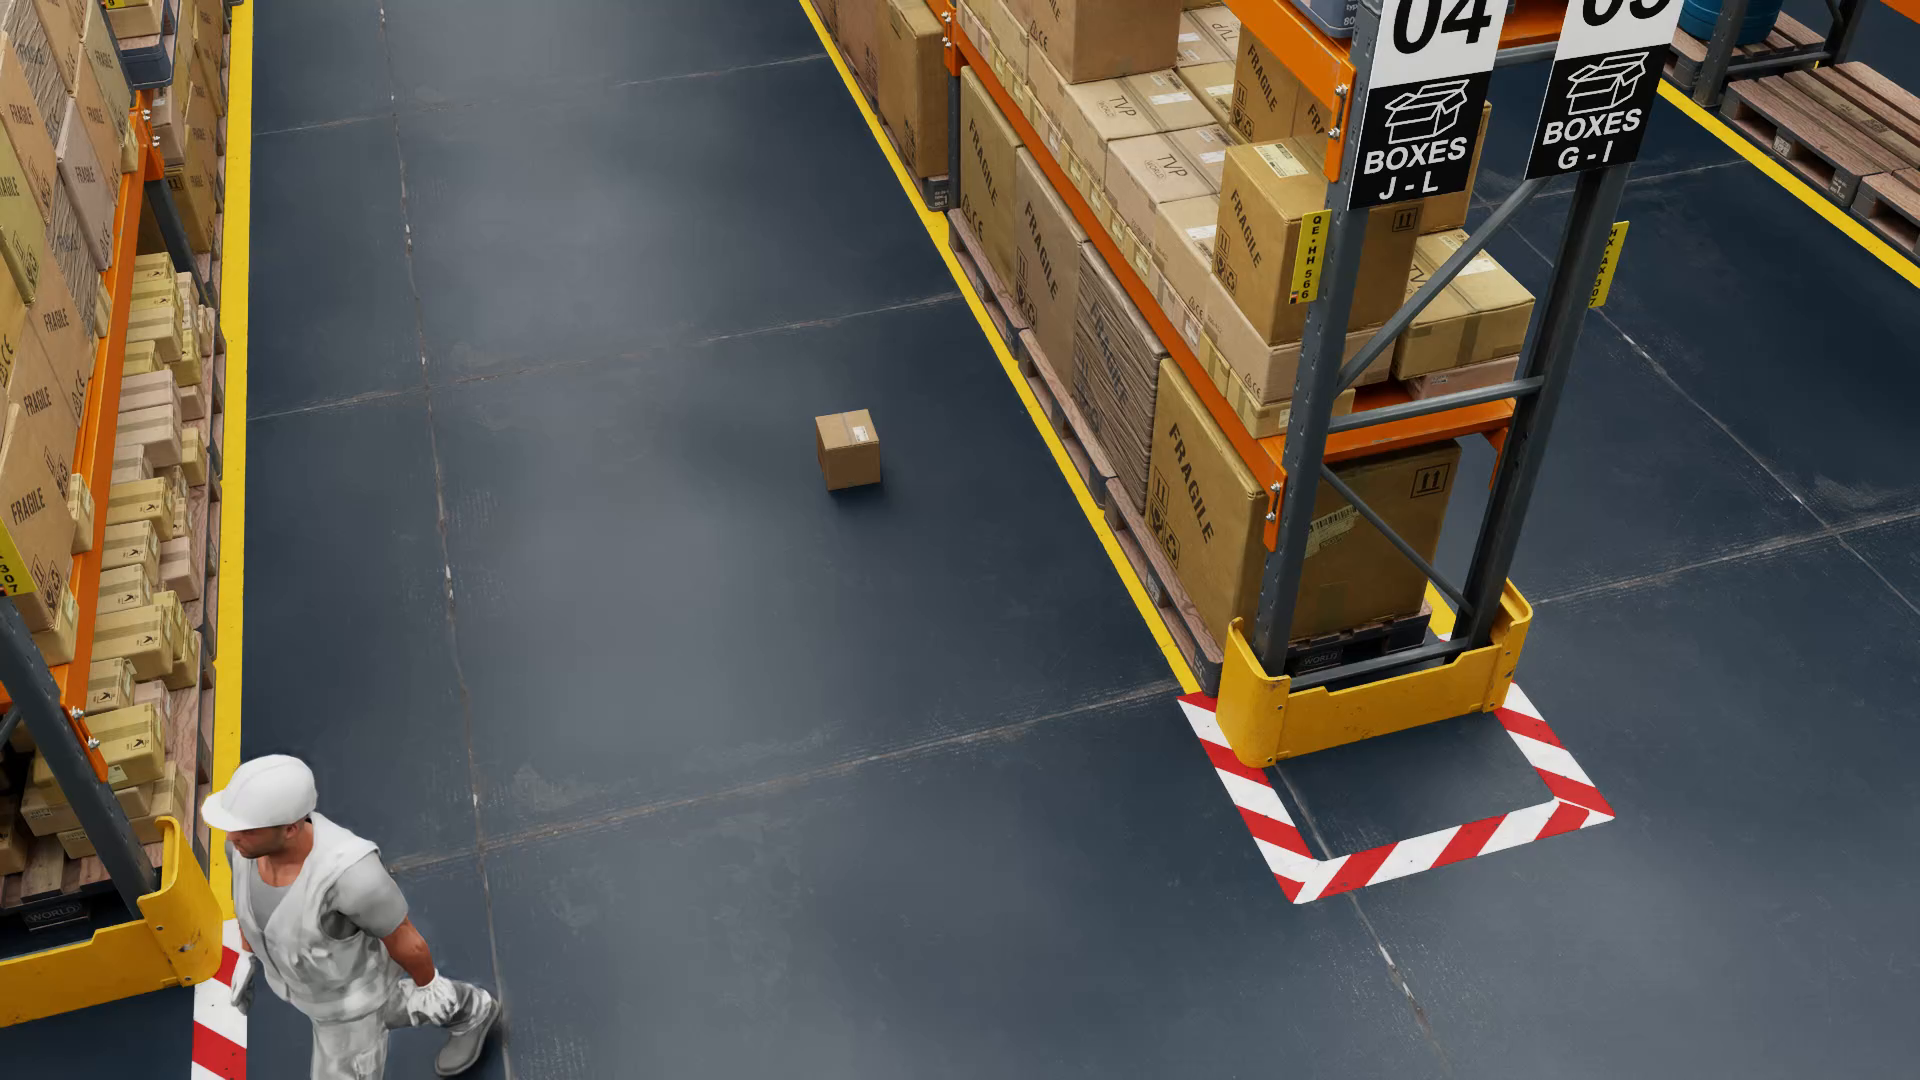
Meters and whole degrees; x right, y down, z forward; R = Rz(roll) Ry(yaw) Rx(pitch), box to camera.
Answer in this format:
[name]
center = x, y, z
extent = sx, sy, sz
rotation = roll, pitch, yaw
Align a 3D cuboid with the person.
[person]
center = -1.809, 1.266, 4.731
extent = 0.590, 1.748, 1.022
rotation = 23, 47, 24
